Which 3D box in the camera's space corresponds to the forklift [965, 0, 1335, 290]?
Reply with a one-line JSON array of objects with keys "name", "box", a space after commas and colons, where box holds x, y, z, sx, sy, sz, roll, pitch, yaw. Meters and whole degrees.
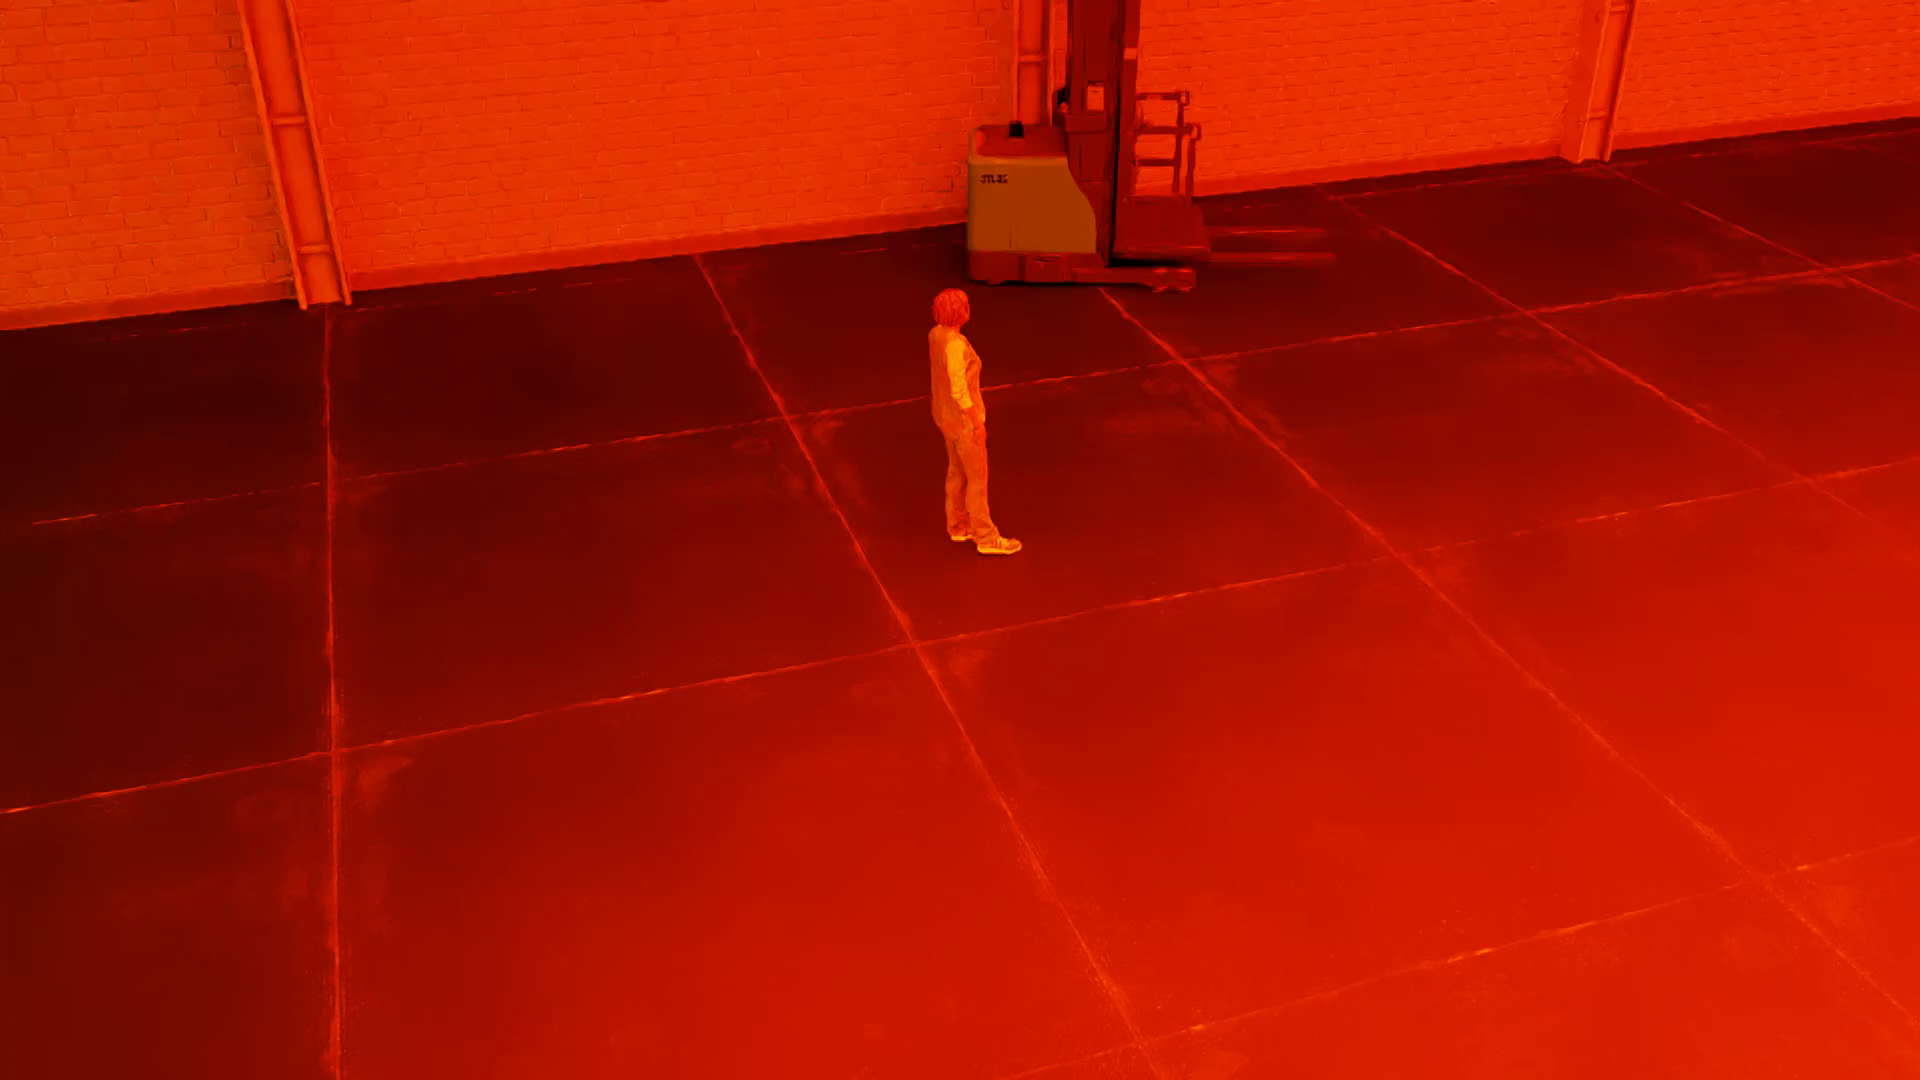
[{"name": "forklift", "box": [1.565, -3.580, 13.309, 3.031, 2.935, 1.130, 1, 30, 1]}]

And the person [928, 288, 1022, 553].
[{"name": "person", "box": [0.075, -0.704, 9.633, 0.474, 1.597, 0.521, -10, 31, -16]}]
